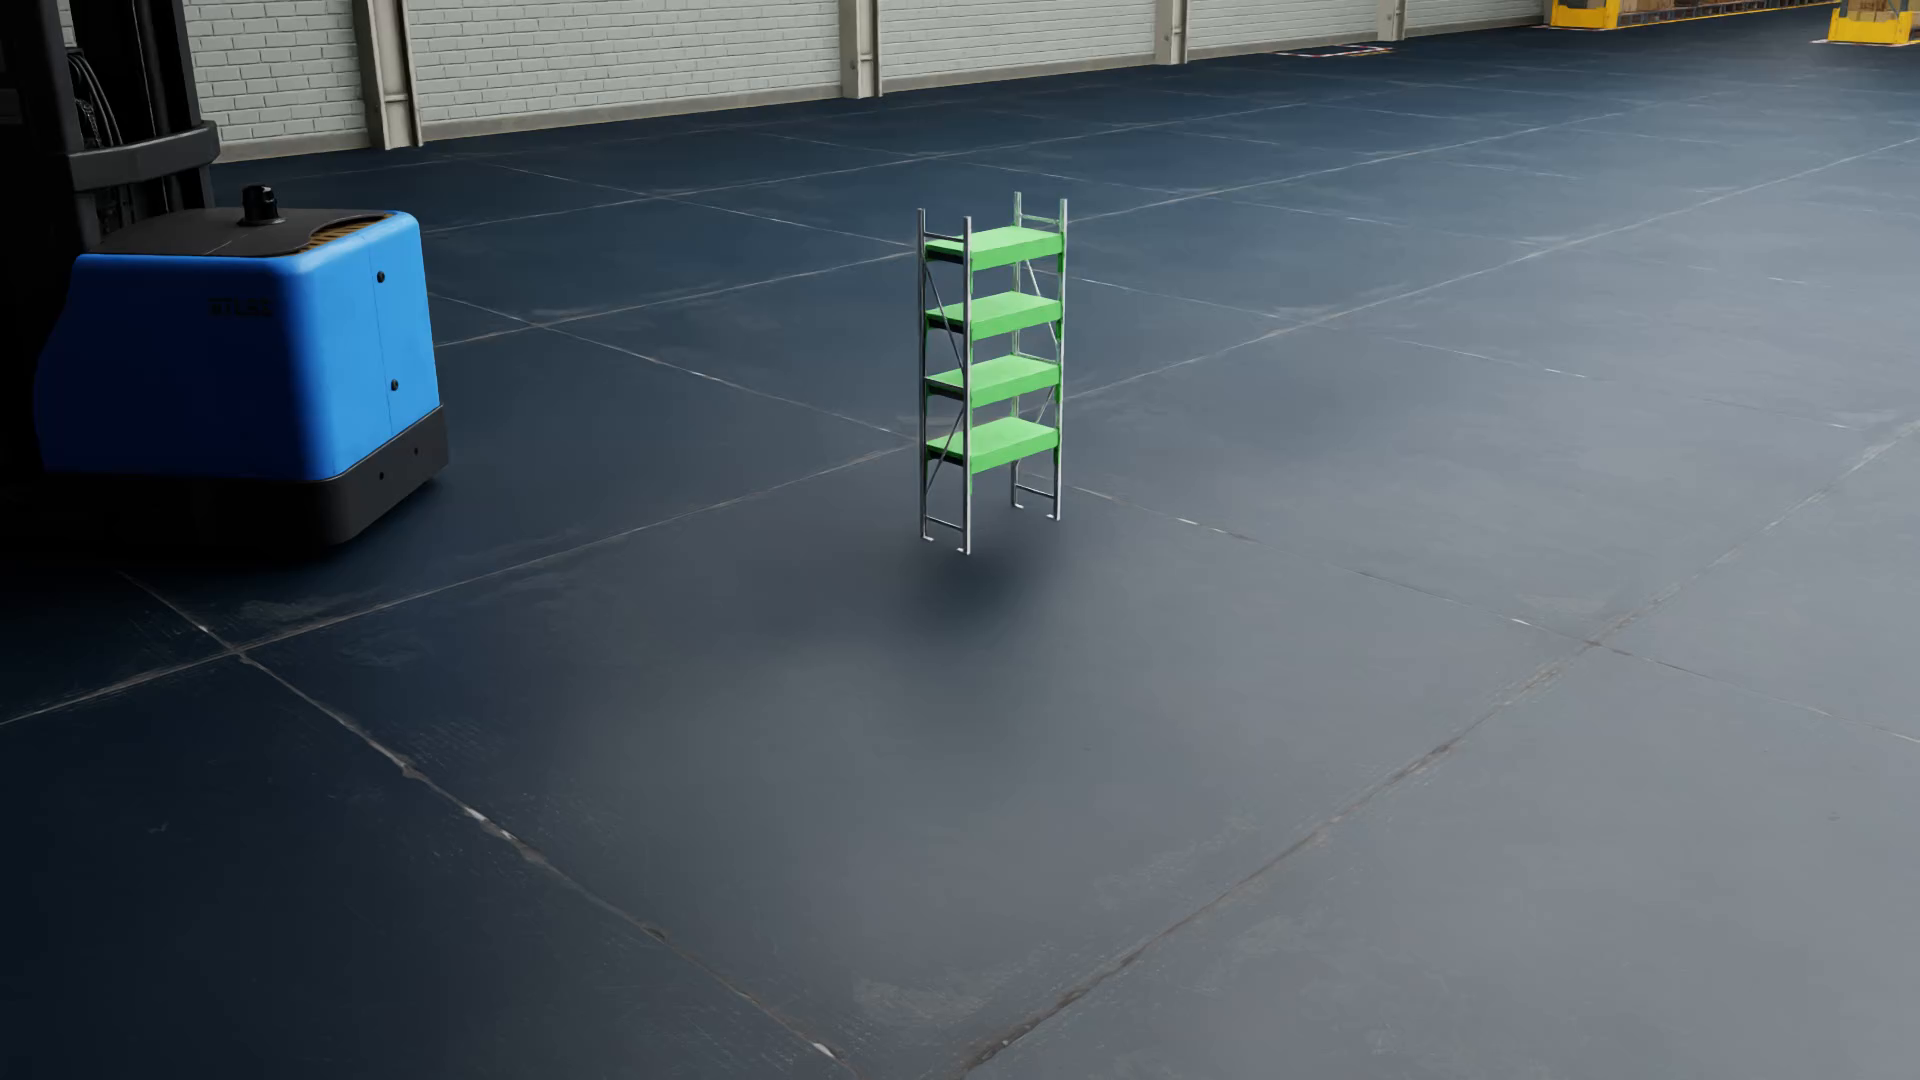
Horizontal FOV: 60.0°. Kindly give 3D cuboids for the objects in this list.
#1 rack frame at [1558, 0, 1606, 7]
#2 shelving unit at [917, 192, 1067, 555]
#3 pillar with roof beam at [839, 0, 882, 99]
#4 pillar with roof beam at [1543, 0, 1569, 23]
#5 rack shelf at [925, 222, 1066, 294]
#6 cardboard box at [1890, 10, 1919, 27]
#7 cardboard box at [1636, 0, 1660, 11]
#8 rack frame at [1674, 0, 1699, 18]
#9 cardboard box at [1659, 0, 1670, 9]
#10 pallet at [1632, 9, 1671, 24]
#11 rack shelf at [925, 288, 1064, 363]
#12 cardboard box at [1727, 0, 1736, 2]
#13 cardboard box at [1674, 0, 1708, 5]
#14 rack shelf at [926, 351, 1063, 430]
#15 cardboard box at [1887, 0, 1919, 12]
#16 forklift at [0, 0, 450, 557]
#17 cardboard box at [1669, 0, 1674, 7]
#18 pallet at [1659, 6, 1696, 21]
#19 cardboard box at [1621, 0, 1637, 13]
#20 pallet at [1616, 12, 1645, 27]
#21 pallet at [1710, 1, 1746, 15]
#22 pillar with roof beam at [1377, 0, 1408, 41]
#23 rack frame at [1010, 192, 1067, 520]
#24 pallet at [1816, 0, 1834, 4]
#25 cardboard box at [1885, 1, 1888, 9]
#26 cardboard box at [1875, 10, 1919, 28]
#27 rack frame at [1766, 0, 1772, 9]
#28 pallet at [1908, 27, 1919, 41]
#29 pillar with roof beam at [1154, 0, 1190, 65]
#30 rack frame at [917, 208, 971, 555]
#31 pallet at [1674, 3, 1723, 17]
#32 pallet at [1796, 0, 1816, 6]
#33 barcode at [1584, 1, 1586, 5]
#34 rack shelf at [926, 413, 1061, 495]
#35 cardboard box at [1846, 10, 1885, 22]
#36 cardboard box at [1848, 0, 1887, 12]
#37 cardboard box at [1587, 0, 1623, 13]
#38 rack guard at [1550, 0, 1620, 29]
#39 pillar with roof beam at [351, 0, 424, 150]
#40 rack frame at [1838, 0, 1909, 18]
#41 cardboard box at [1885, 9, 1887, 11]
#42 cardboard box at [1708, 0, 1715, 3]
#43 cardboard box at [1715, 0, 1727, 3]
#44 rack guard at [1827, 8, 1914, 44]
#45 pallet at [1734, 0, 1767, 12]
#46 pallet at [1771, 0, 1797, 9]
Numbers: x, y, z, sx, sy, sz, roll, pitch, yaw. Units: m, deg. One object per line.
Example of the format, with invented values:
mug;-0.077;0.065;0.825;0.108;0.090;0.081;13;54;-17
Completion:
rack frame;11.516;-10.917;30.298;1.000;3.000;0.127;19;28;41
shelving unit;0.115;-0.603;5.970;0.258;1.200;0.503;19;28;41
pillar with roof beam;1.912;-8.410;15.411;9.100;9.000;0.400;19;28;41
pillar with roof beam;14.469;-13.037;27.449;9.100;9.000;0.400;19;28;41
rack shelf;0.115;-0.991;5.821;0.258;0.148;0.480;19;28;41
cardboard box;15.948;-8.803;28.043;0.500;0.250;0.500;19;28;41
cardboard box;13.009;-10.434;31.910;0.700;0.500;0.500;17;27;37
rack frame;14.307;-11.946;32.973;1.000;3.000;0.127;19;28;41
cardboard box;13.611;-10.707;32.622;0.500;0.500;0.500;17;27;37
pallet;13.012;-10.147;32.181;1.003;0.211;1.213;19;28;41
rack shelf;0.115;-0.767;5.907;0.258;0.148;0.480;19;28;41
cardboard box;15.863;-11.576;34.882;0.700;0.500;0.500;19;28;40
cardboard box;14.808;-11.177;33.845;0.500;0.500;0.700;-19;28;-40
rack shelf;0.115;-0.543;5.993;0.258;0.148;0.480;19;28;41
cardboard box;15.949;-9.152;27.907;0.500;0.500;0.500;19;28;41
forklift;-3.606;-1.520;5.945;3.031;2.935;1.130;2;21;6
cardboard box;13.955;-10.683;33.025;0.380;0.166;0.250;15;26;34
pallet;13.863;-10.462;33.001;1.003;0.211;1.213;19;28;41
cardboard box;12.461;-10.170;31.486;0.500;0.311;0.500;-17;27;-38
pallet;12.161;-9.835;31.369;1.003;0.211;1.213;19;28;41
pallet;15.700;-11.160;34.814;1.003;0.211;1.213;19;28;41
pillar with roof beam;10.284;-11.494;23.437;9.100;9.000;0.400;19;28;41
rack frame;0.286;-0.665;6.133;0.240;1.200;0.015;19;28;41
pallet;19.403;-12.483;38.258;1.003;0.211;1.213;19;28;41
cardboard box;15.916;-9.414;28.589;0.500;0.500;0.500;19;28;41
cardboard box;15.602;-8.673;27.706;0.500;0.250;0.500;19;28;41
rack frame;17.097;-12.974;35.648;1.000;3.000;0.127;19;28;41
pallet;15.572;-8.584;28.113;1.003;0.211;1.213;19;28;41
pillar with roof beam;6.098;-9.952;19.424;9.100;9.000;0.400;19;28;41
rack frame;-0.055;-0.540;5.807;0.240;1.200;0.015;19;28;41
pallet;14.849;-10.844;33.995;1.003;0.211;1.213;19;28;41
pallet;18.552;-12.168;37.438;1.003;0.211;1.213;19;28;41
barcode;11.789;-10.132;31.376;0.001;0.075;0.075;19;28;41
rack shelf;0.115;-0.319;6.079;0.258;0.148;0.480;19;28;41
cardboard box;15.230;-8.803;28.043;0.500;0.250;0.500;19;28;41
cardboard box;15.229;-9.153;27.910;0.500;0.500;0.500;19;28;41
cardboard box;12.063;-10.023;31.105;0.500;0.311;0.500;15;26;35
rack guard;11.569;-9.770;30.797;1.175;0.500;0.348;19;28;41
pillar with roof beam;-2.273;-6.867;11.399;9.100;9.000;0.400;19;28;41
rack frame;15.068;-9.678;27.074;1.000;3.000;0.127;19;28;41
cardboard box;15.571;-8.934;28.386;0.500;0.250;0.500;19;28;41
cardboard box;15.133;-11.323;34.224;0.700;0.500;0.500;19;28;40
cardboard box;15.518;-11.444;34.538;0.700;0.500;0.500;20;28;41
rack guard;15.051;-8.506;27.507;1.175;0.500;0.348;19;28;41
pallet;16.551;-11.472;35.626;1.003;0.211;1.213;19;28;41
pallet;17.701;-11.856;36.626;1.003;0.211;1.213;19;28;41
